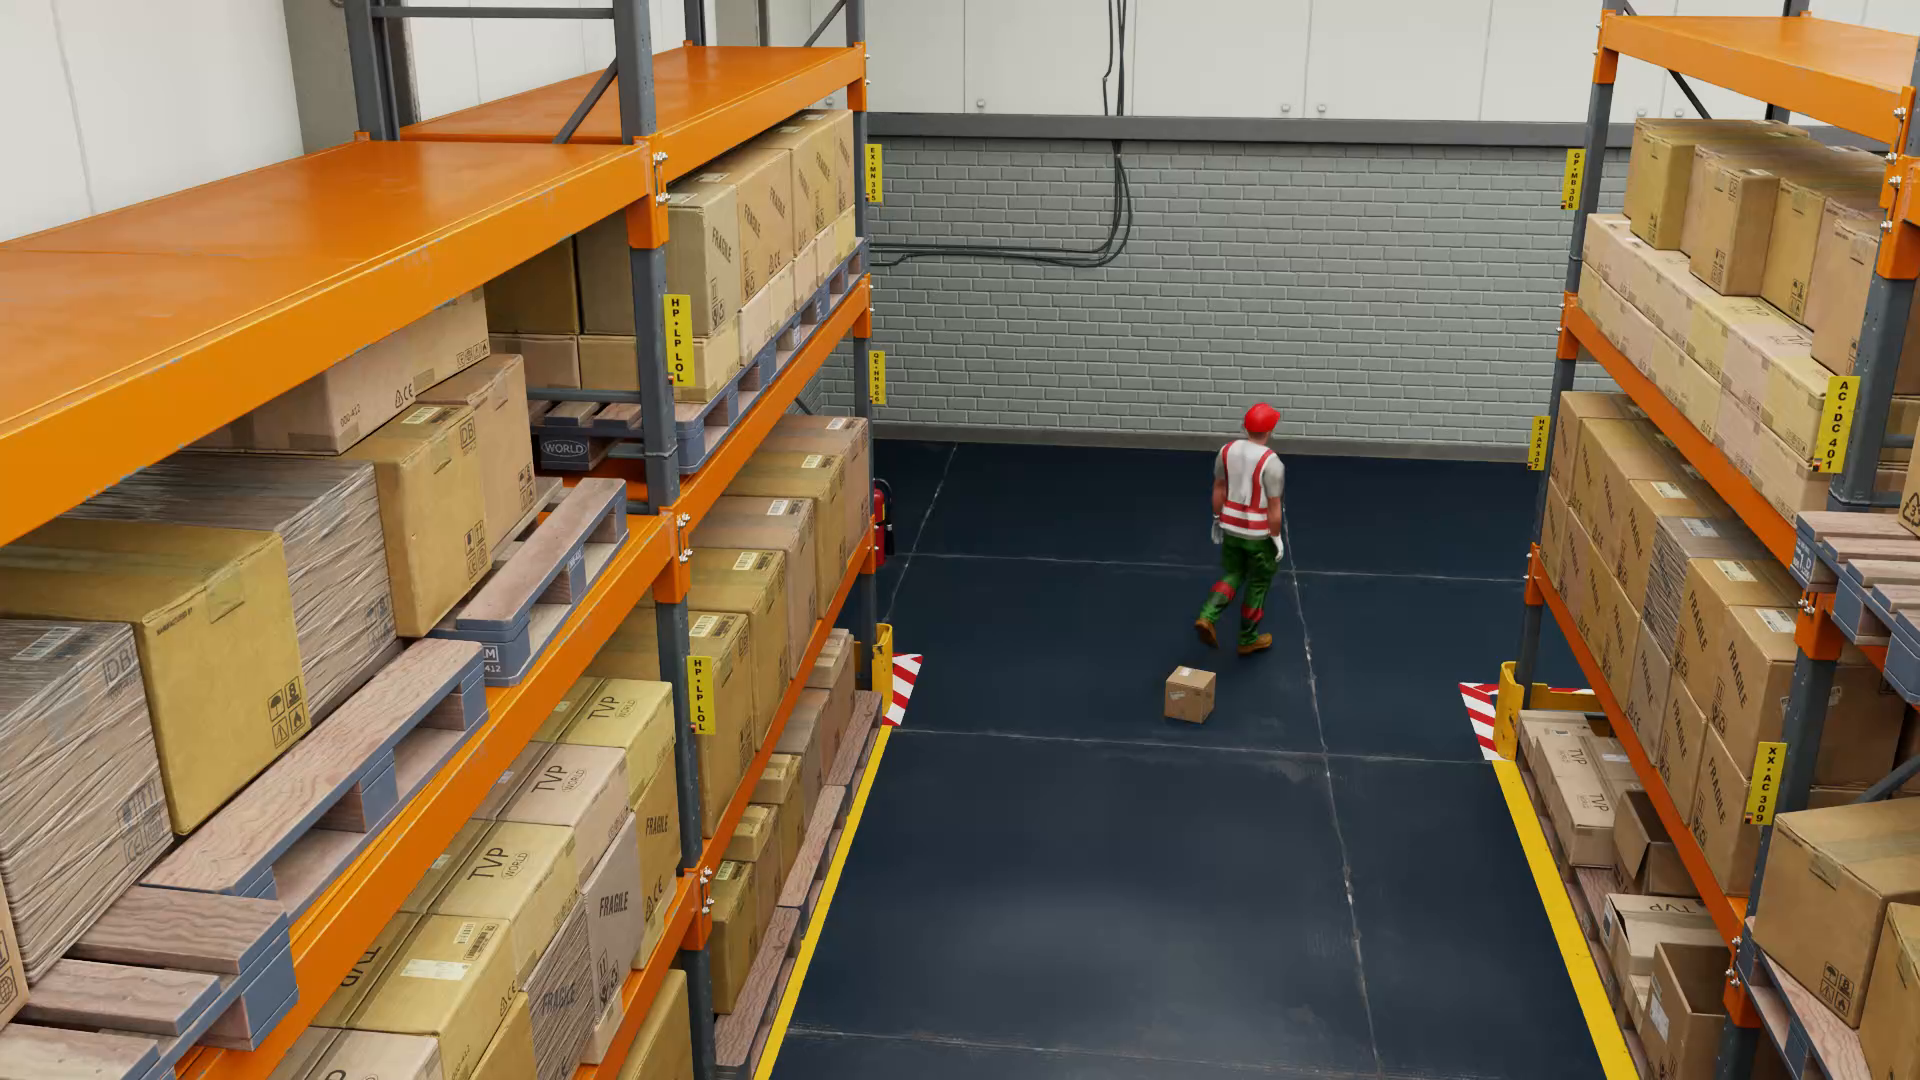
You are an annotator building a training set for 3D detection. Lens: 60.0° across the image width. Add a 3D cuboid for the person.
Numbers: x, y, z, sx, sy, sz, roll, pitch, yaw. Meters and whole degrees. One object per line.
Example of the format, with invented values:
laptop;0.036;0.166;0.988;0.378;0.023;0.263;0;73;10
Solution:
person;1.886;-0.052;11.124;0.647;1.779;0.548;-18;28;-39
